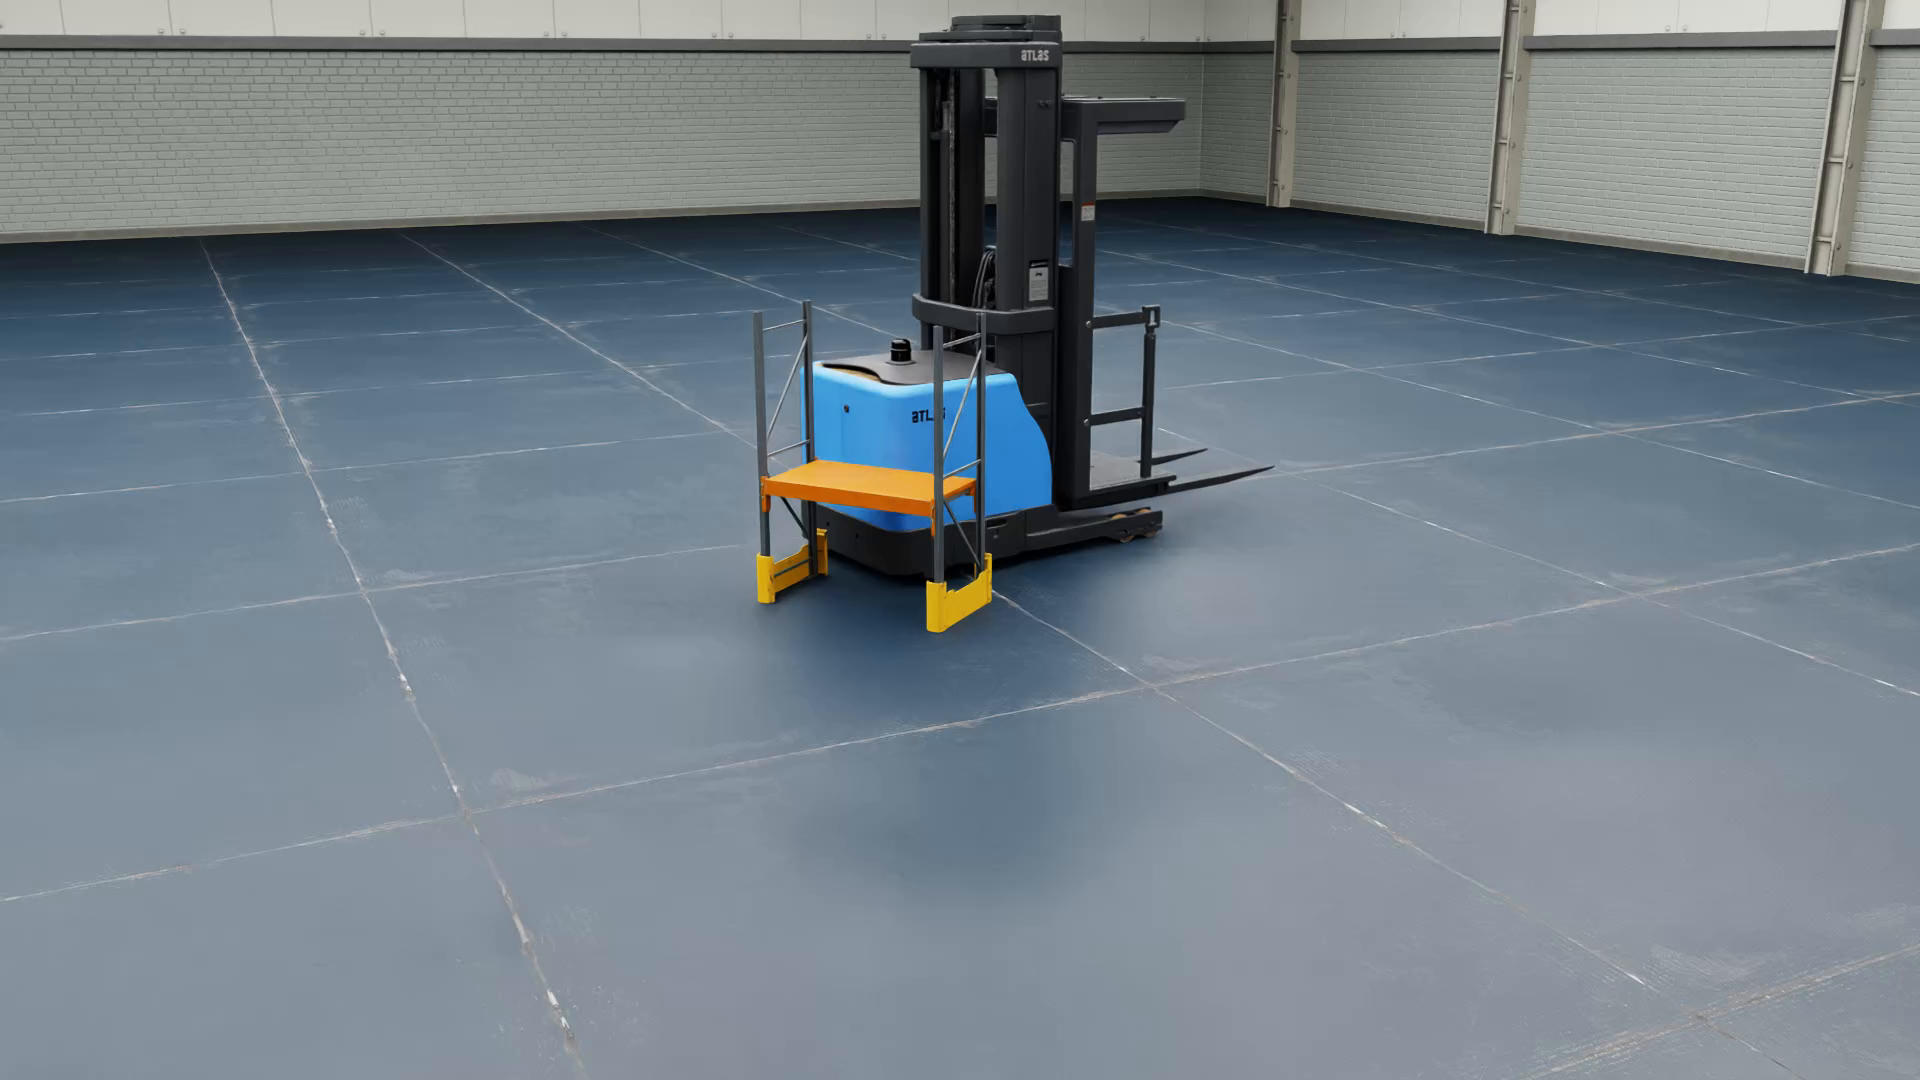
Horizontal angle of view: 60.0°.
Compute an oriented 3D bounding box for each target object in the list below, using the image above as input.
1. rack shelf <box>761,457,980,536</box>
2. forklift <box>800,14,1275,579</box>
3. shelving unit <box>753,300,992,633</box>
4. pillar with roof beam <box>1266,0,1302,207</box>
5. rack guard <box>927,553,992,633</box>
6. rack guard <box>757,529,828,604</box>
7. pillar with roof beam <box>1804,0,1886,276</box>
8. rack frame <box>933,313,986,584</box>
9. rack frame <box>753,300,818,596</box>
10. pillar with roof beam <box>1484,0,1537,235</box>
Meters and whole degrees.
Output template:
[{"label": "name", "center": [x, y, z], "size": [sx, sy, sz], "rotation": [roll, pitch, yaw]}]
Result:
[{"label": "rack shelf", "center": [-0.451, -0.232, 8.494], "size": [1.000, 0.185, 0.538], "rotation": [8, 18, 26]}, {"label": "forklift", "center": [0.585, -1.500, 9.664], "size": [3.031, 2.935, 1.130], "rotation": [-11, 19, -34]}, {"label": "shelving unit", "center": [-0.443, -0.404, 8.440], "size": [1.083, 1.500, 0.587], "rotation": [8, 18, 26]}, {"label": "pillar with roof beam", "center": [2.340, -10.310, 29.364], "size": [9.100, 9.000, 0.400], "rotation": [-8, 18, -25]}, {"label": "rack guard", "center": [0.000, 0.260, 8.393], "size": [0.087, 0.250, 0.587], "rotation": [8, 18, 26]}, {"label": "rack guard", "center": [-0.885, 0.134, 8.832], "size": [0.087, 0.250, 0.587], "rotation": [8, 18, 26]}, {"label": "pillar with roof beam", "center": [7.597, -7.335, 18.996], "size": [9.100, 9.000, 0.400], "rotation": [-8, 18, -25]}, {"label": "rack frame", "center": [0.001, -0.341, 8.220], "size": [0.032, 1.500, 0.500], "rotation": [8, 18, 26]}, {"label": "rack frame", "center": [-0.903, -0.470, 8.668], "size": [0.032, 1.500, 0.500], "rotation": [8, 18, 26]}, {"label": "pillar with roof beam", "center": [4.968, -8.822, 24.180], "size": [9.100, 9.000, 0.400], "rotation": [-8, 18, -25]}]
